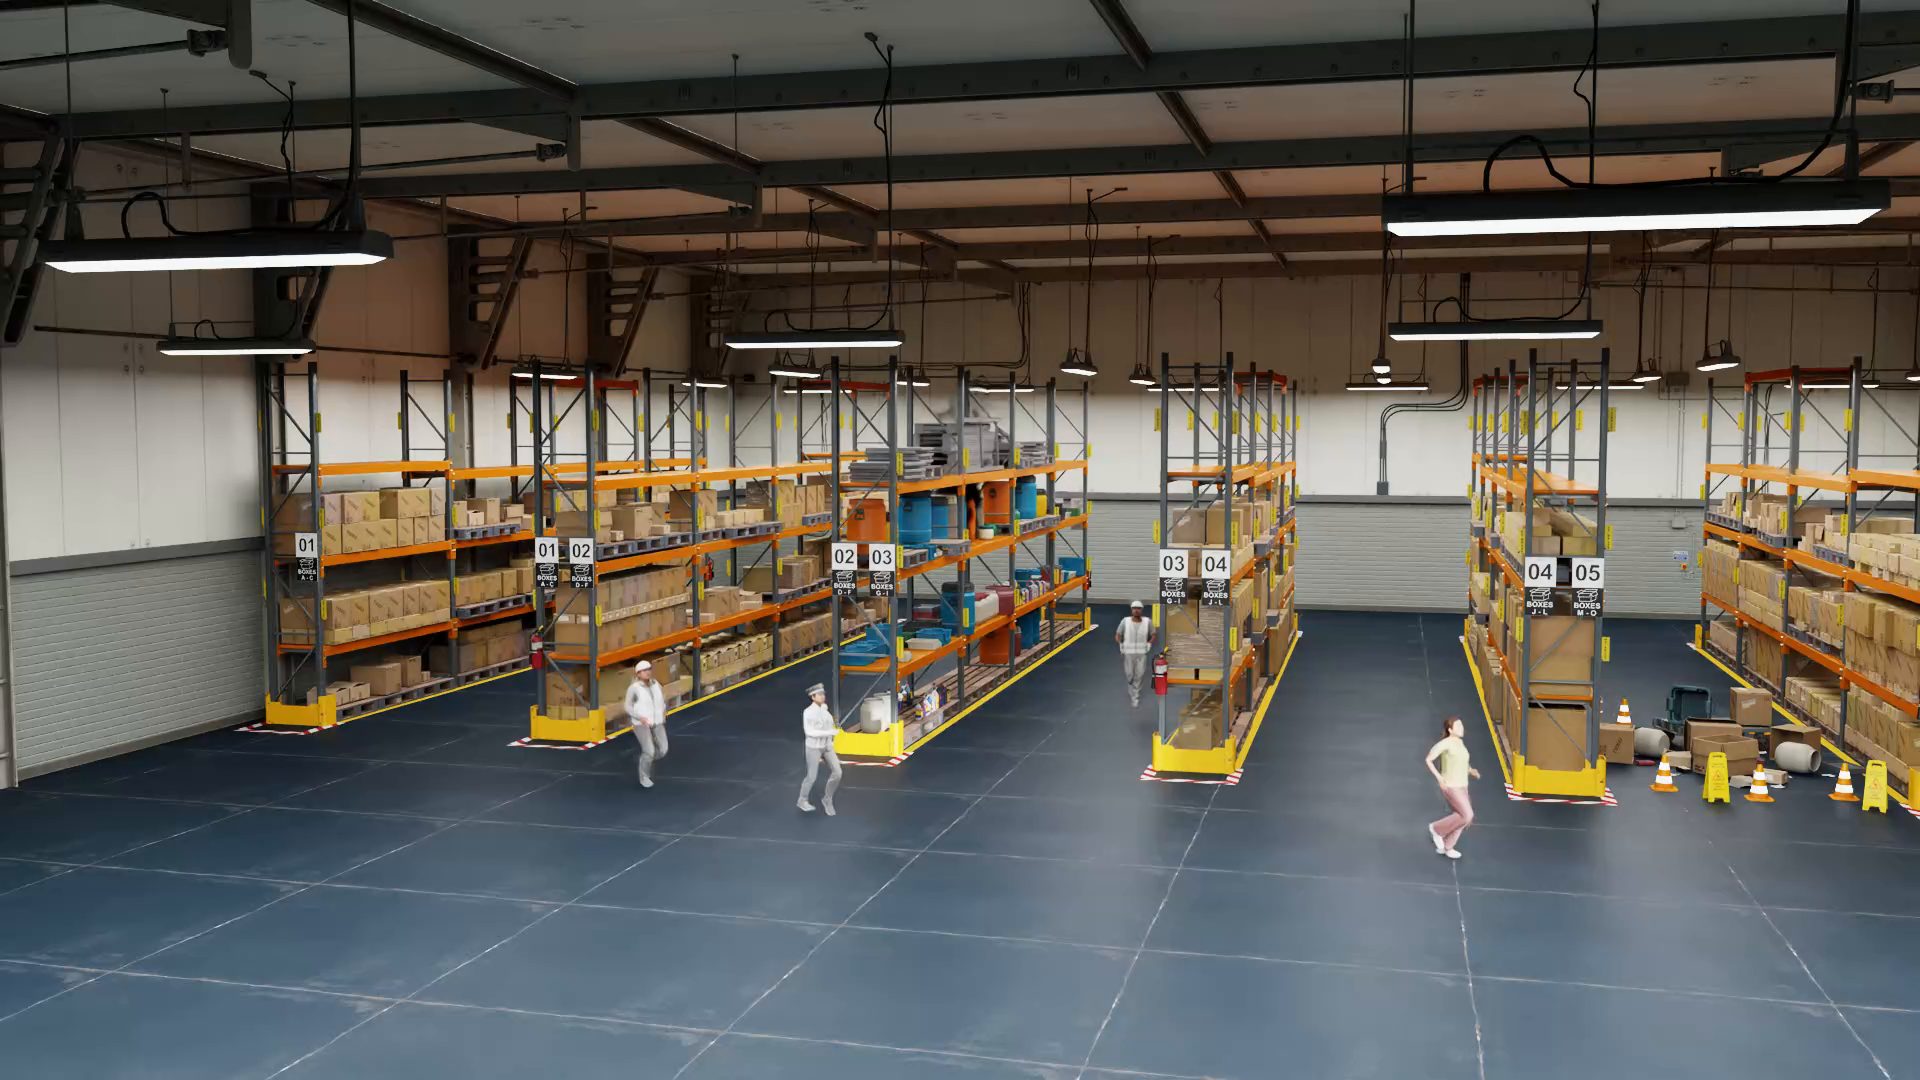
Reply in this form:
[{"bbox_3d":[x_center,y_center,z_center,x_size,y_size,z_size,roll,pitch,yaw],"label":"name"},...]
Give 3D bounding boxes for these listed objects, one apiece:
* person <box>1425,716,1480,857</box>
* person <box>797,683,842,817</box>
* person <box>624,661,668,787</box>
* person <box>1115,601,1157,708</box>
[{"bbox_3d":[5.706,2.843,19.131,0.573,1.630,0.537,-4,5,-43],"label":"person"},{"bbox_3d":[-1.778,2.672,21.170,0.703,1.725,0.579,3,5,41],"label":"person"},{"bbox_3d":[-4.300,2.528,22.955,0.668,1.736,0.523,-4,6,-43],"label":"person"},{"bbox_3d":[2.931,1.892,27.628,0.702,1.767,0.804,0,4,5],"label":"person"}]
